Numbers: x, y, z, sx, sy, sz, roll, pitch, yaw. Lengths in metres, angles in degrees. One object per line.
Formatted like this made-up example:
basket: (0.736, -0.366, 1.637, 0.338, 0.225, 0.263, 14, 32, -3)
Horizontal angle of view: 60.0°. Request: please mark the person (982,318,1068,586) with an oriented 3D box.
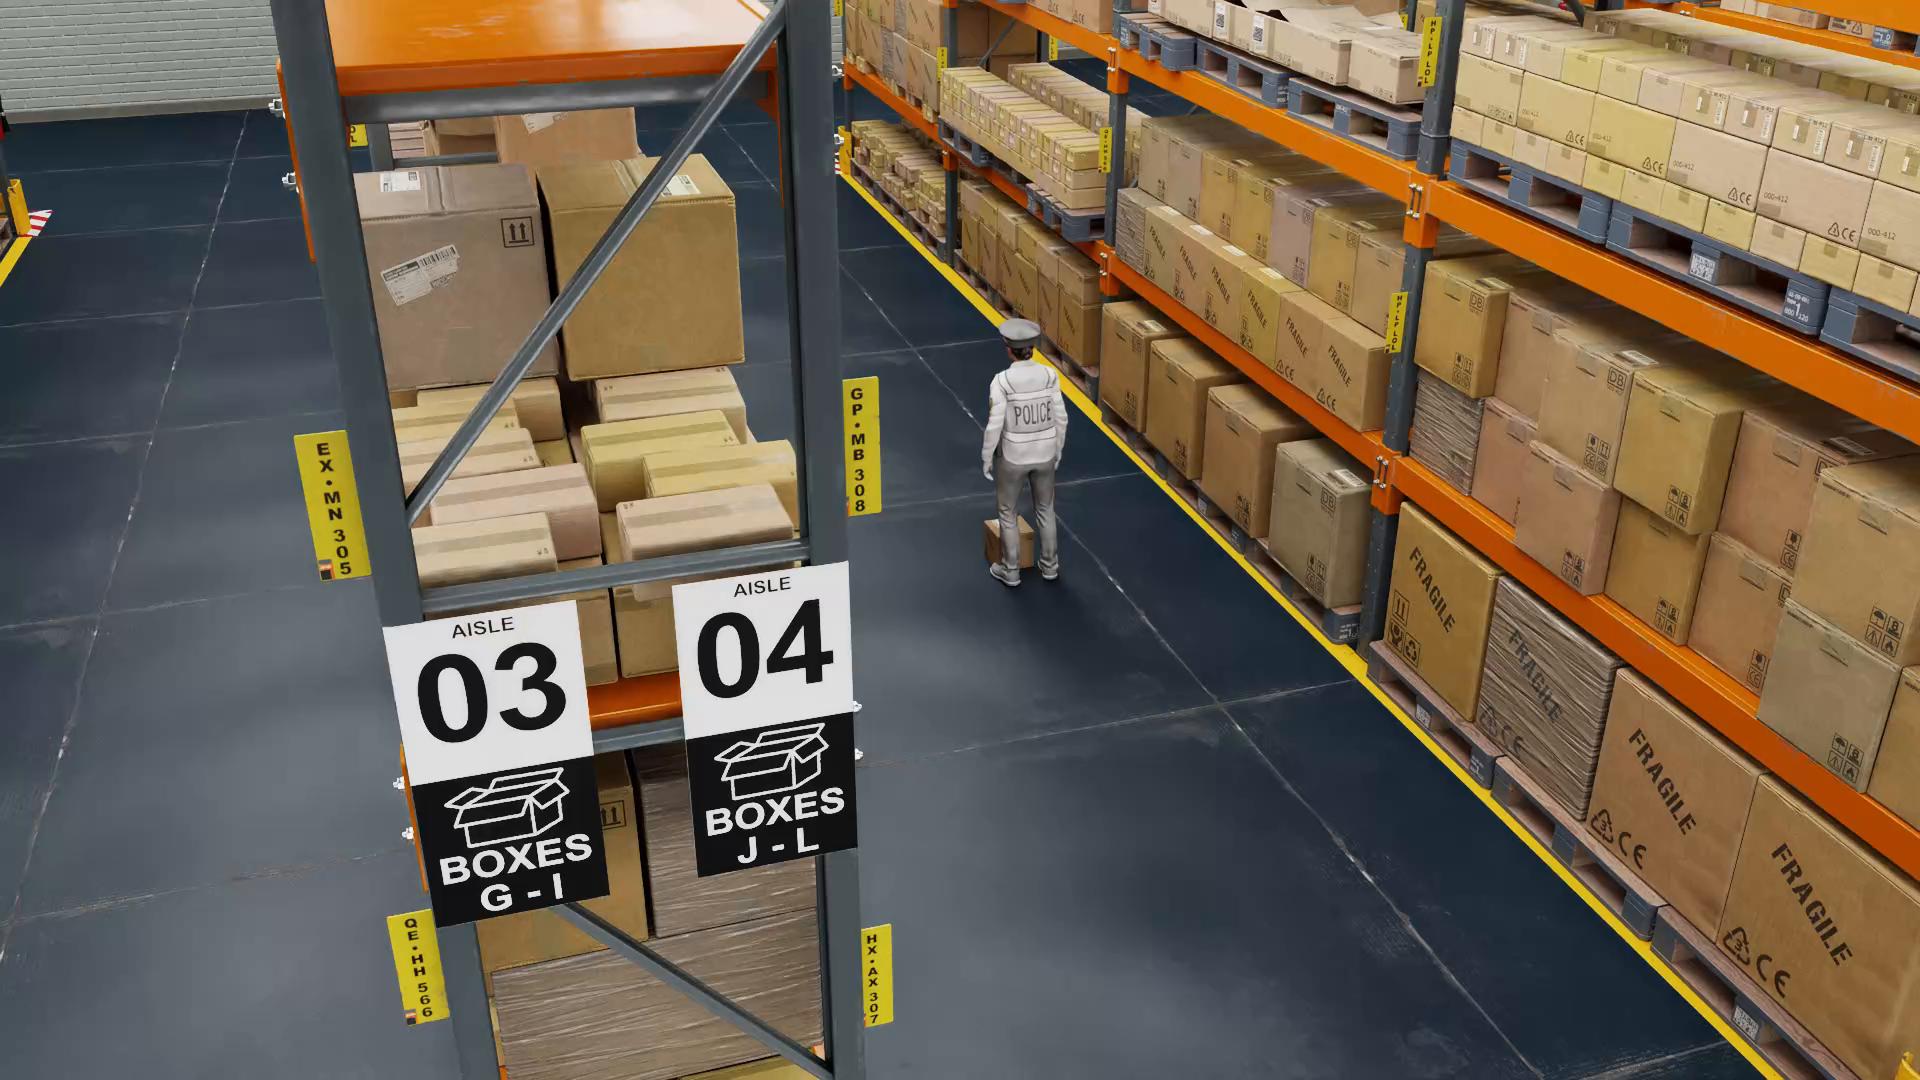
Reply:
person: (0.389, -0.509, 10.133, 0.539, 1.663, 0.377, -9, 28, -17)
